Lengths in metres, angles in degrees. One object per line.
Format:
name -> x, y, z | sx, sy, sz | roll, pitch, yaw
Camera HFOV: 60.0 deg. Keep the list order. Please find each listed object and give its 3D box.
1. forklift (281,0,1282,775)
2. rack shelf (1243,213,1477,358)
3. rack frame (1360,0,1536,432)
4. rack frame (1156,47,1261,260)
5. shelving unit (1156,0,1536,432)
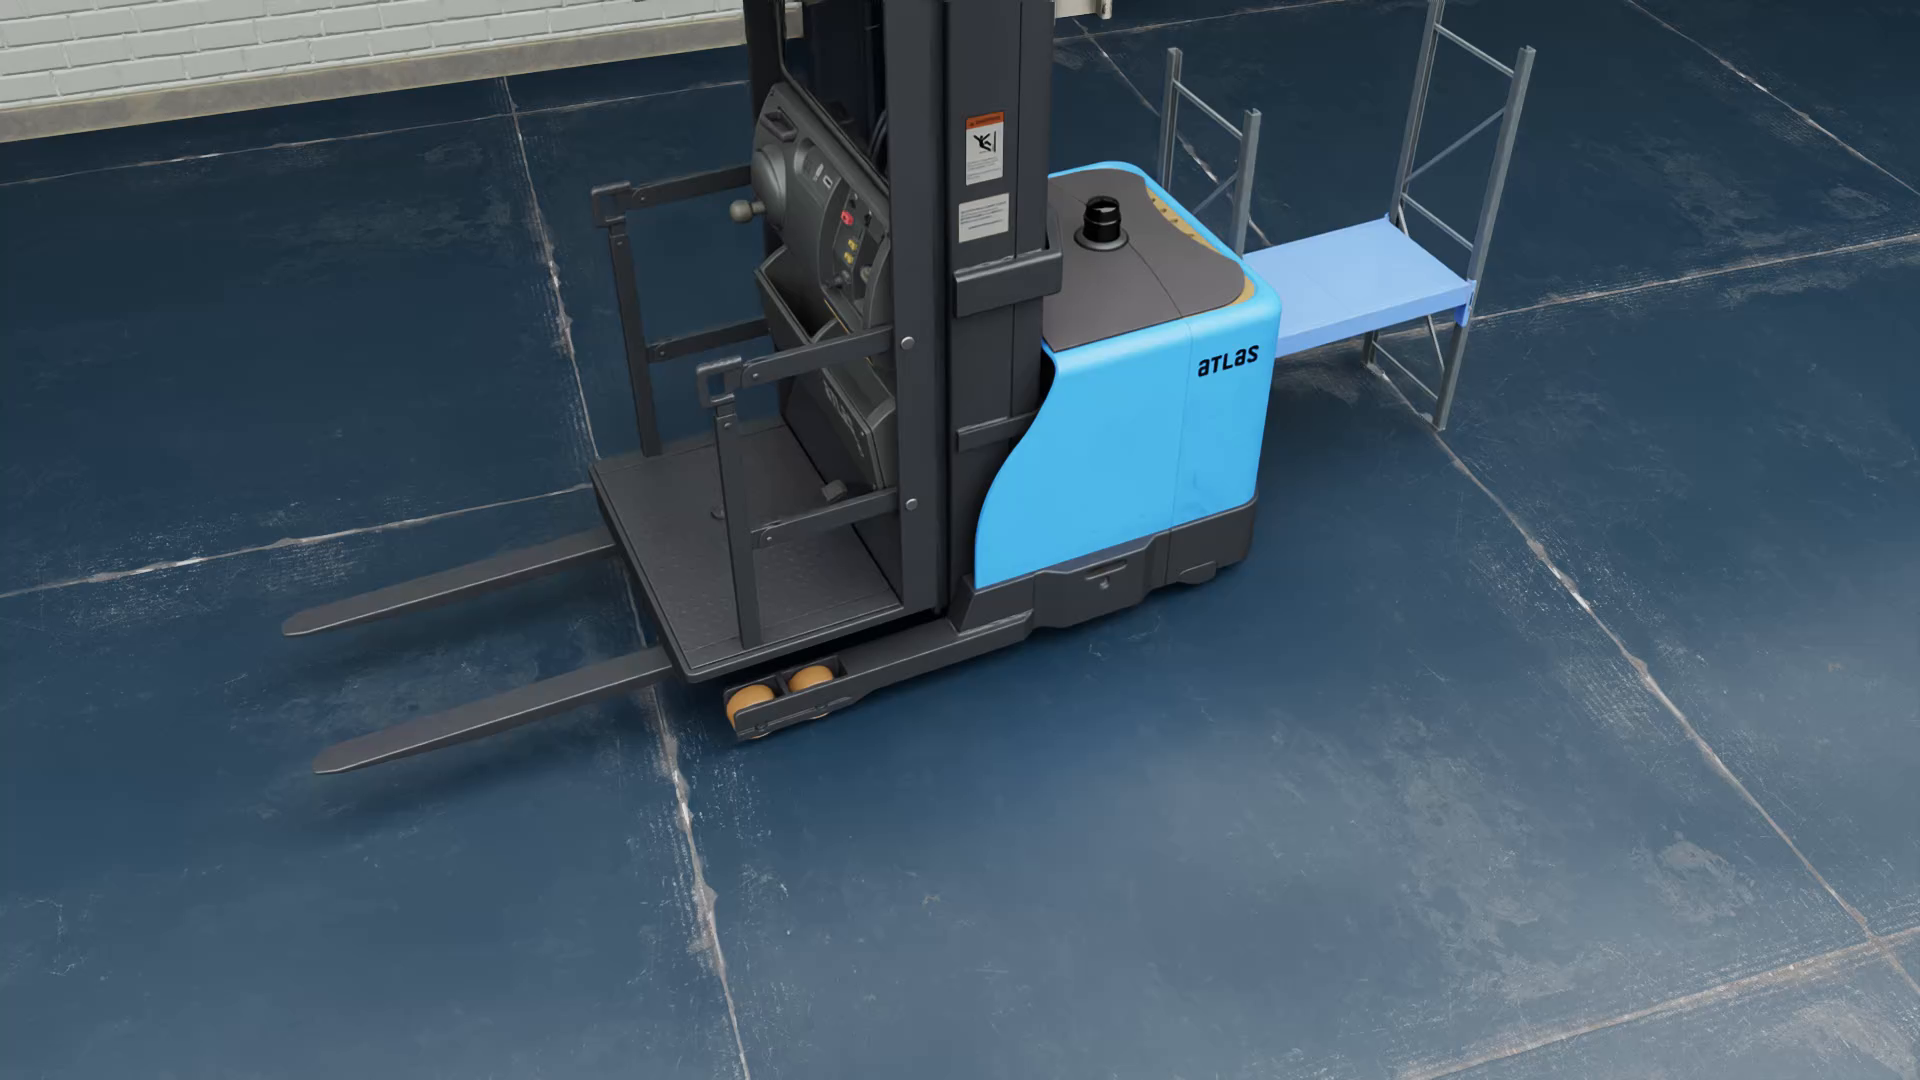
forklift -> -0.577, -0.897, 4.549 | 3.031, 2.935, 1.130 | -17, 44, -18
rack shelf -> 1.234, -0.844, 5.850 | 1.000, 0.185, 0.538 | -17, 44, -18
rack frame -> 1.695, -1.120, 5.893 | 0.032, 1.500, 0.500 | -17, 44, -18
rack frame -> 0.772, -0.839, 5.571 | 0.032, 1.500, 0.500 | -17, 44, -18
shelving unit -> 1.234, -0.980, 5.732 | 1.048, 1.500, 0.538 | -17, 44, -18
